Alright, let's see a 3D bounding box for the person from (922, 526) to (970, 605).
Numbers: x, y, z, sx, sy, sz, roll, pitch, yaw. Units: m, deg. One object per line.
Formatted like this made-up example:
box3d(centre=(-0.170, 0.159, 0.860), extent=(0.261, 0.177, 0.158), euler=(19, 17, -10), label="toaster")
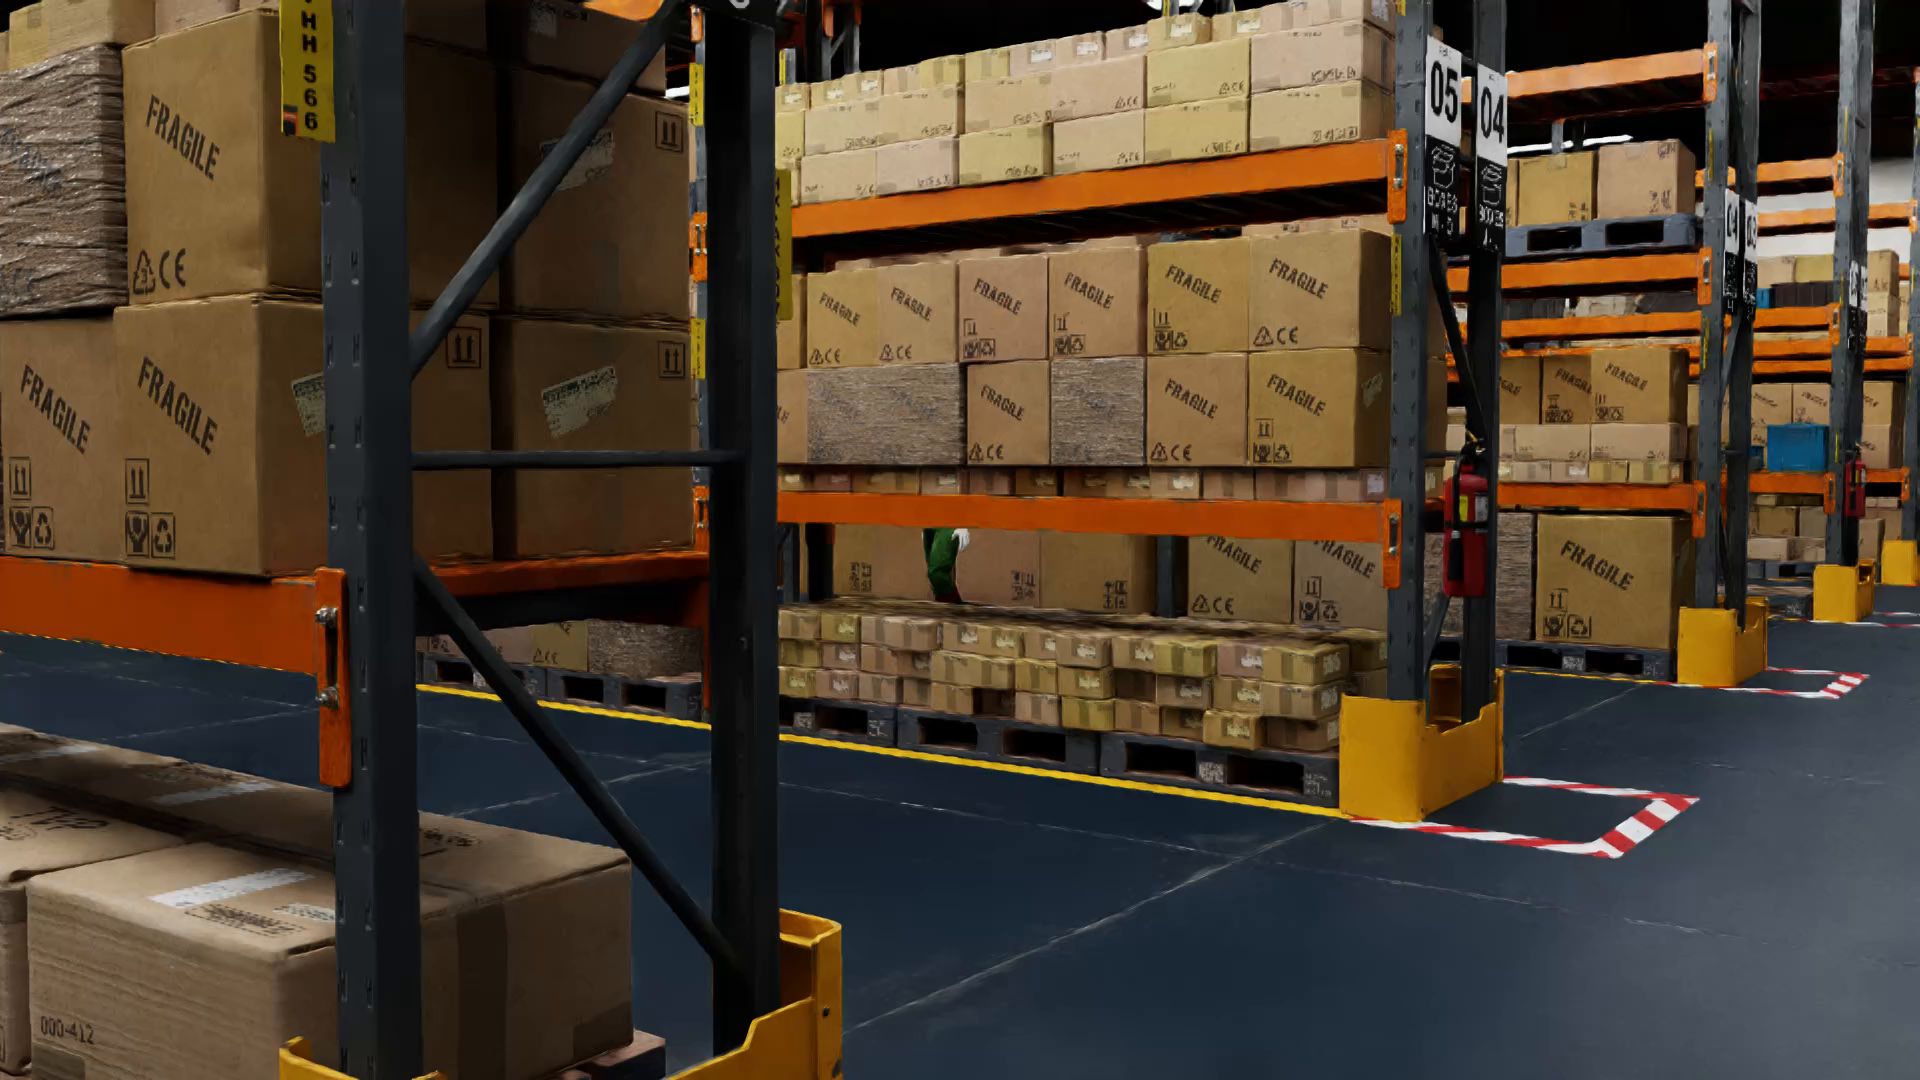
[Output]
box3d(centre=(-0.140, -0.091, 12.874), extent=(0.473, 1.765, 0.652), euler=(-2, 4, -38), label="person")
